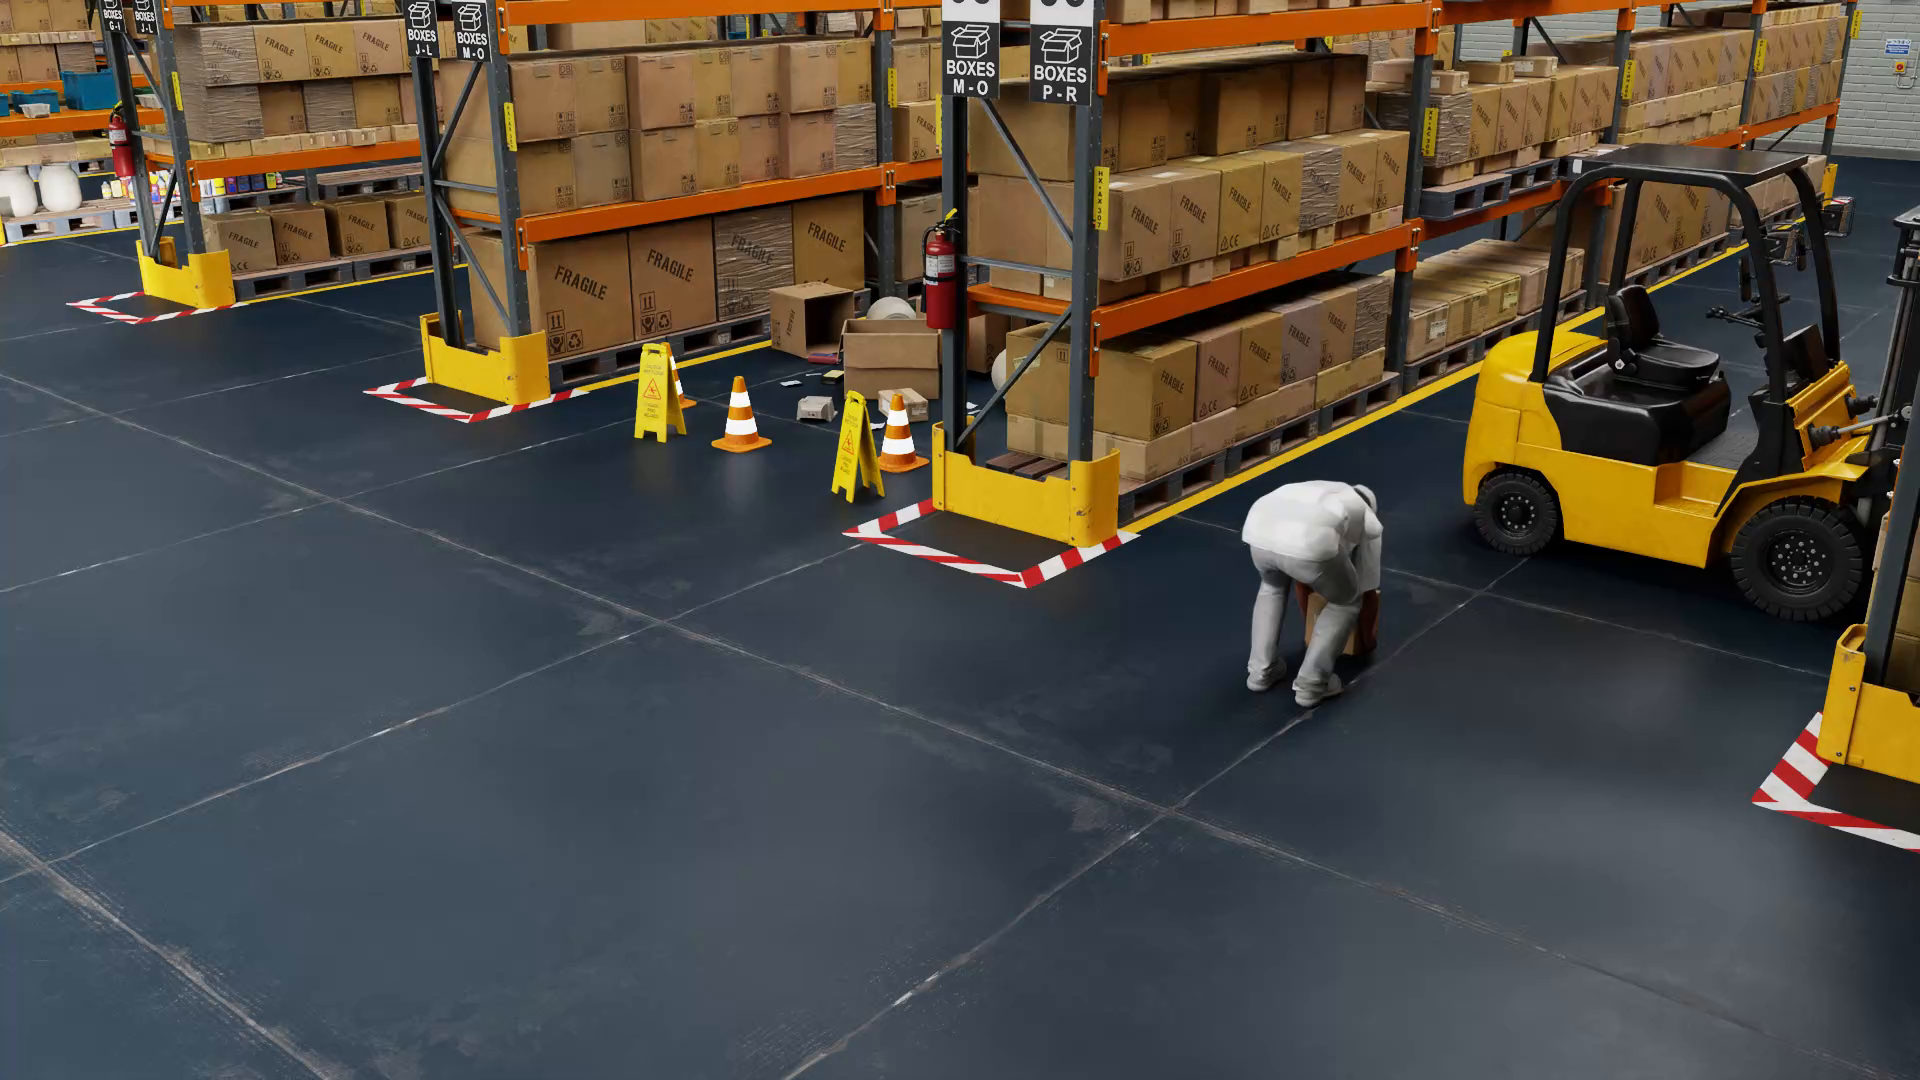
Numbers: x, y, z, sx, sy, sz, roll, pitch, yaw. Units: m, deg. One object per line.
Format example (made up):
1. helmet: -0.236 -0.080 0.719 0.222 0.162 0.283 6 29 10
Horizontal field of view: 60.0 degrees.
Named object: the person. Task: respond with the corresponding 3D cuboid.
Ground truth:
1. person: 1.626 0.166 7.580 0.502 0.979 0.974 14 24 34
